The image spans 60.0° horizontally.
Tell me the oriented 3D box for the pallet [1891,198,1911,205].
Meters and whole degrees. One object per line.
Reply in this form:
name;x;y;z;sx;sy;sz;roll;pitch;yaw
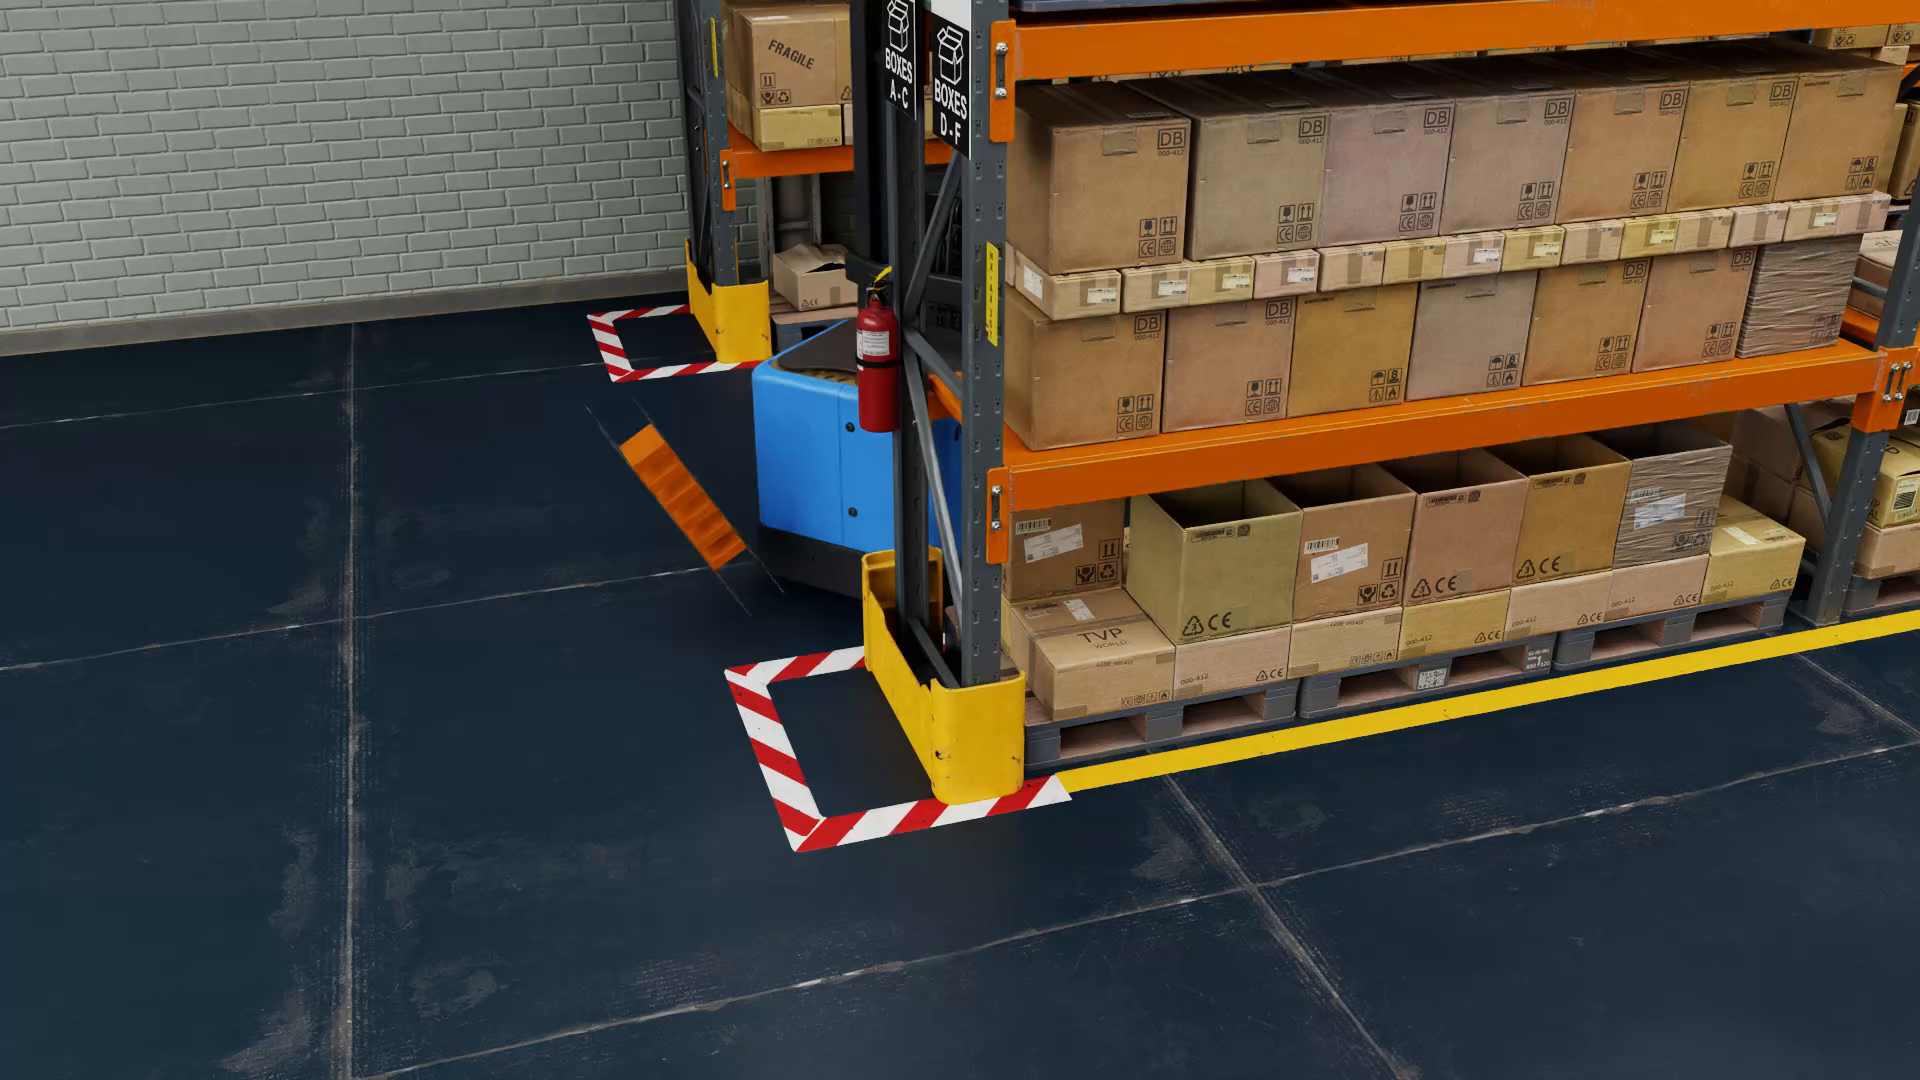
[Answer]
pallet;7.938;-2.804;13.660;1.213;0.211;1.003;-8;28;-16

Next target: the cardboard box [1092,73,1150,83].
cardboard box;0.895;-3.205;10.635;0.500;0.500;0.500;-9;28;-18

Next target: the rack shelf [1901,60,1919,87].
rack shelf;7.909;-3.763;13.265;4.000;0.370;1.077;-8;28;-16

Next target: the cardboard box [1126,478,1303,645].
cardboard box;0.992;0.044;6.565;0.500;0.500;0.500;-8;28;-16

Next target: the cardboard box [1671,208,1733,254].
cardboard box;2.816;-1.265;6.584;0.250;0.149;0.380;-8;28;-16

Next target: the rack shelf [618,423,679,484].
rack shelf;-1.336;-0.377;7.118;0.180;0.103;0.258;-37;34;-5

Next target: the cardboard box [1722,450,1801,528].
cardboard box;4.046;-0.301;8.103;0.500;0.250;0.500;-9;28;-17

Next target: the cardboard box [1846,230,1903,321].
cardboard box;4.196;-1.184;7.430;0.500;0.250;0.500;-7;27;-13

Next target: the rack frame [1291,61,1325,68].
rack frame;2.204;-3.259;11.441;0.127;3.000;1.000;-8;28;-16

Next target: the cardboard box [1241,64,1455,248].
cardboard box;1.414;-1.451;6.227;0.500;0.500;0.700;-8;28;-16

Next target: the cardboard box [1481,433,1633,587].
cardboard box;2.415;-0.167;6.989;0.500;0.500;0.500;-8;28;-16

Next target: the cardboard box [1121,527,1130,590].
cardboard box;0.828;0.157;7.181;0.500;0.250;0.500;-8;28;-16

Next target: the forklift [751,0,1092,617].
forklift;0.219;-1.584;8.144;1.130;2.935;3.031;14;30;26

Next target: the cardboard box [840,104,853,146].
cardboard box;-0.548;-2.660;10.382;0.500;0.250;0.500;-9;28;-18

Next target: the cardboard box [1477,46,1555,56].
cardboard box;3.848;-3.734;11.791;0.500;0.500;0.700;-5;27;-9

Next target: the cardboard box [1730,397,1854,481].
cardboard box;4.038;-0.550;7.973;0.500;0.311;0.500;-8;28;-16

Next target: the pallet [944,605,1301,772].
pallet;0.652;0.512;6.982;1.213;0.211;1.003;-8;28;-16

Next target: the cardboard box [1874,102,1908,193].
cardboard box;6.747;-3.081;13.028;0.750;0.750;0.750;-9;28;-17

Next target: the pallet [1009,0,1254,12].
pallet;0.619;-2.005;5.641;1.213;0.211;1.003;-8;28;-16

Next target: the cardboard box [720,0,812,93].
cardboard box;-1.217;-3.141;10.506;0.500;0.500;0.500;-9;28;-17

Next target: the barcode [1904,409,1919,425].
barcode;4.113;-0.532;7.184;0.075;0.075;0.001;-8;28;-16

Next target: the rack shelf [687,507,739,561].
rack shelf;-1.115;-0.047;7.388;0.180;0.103;0.258;-37;34;-5

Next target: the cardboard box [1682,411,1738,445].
cardboard box;3.204;-0.526;7.713;0.500;0.500;0.500;-8;28;-16

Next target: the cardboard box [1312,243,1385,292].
cardboard box;1.359;-1.055;6.161;0.250;0.149;0.380;-9;28;-18

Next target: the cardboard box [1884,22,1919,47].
cardboard box;7.049;-4.024;12.512;0.500;0.500;0.500;-7;27;-14

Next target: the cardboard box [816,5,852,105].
cardboard box;-0.579;-2.988;10.199;0.500;0.500;0.500;-8;28;-16

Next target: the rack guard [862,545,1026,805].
rack guard;-0.085;0.509;6.663;0.348;0.500;1.175;-8;28;-16

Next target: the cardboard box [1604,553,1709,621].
cardboard box;2.890;0.099;7.296;0.500;0.250;0.500;-8;28;-16

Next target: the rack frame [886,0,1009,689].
rack frame;-0.062;-0.614;6.114;0.127;3.000;1.000;-8;28;-16

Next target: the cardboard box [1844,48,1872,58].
cardboard box;6.634;-3.685;12.559;0.250;0.149;0.380;-8;27;-15

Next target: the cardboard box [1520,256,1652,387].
cardboard box;2.344;-1.003;6.785;0.500;0.500;0.700;-8;27;-15

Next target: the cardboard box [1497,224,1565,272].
cardboard box;2.090;-1.160;6.372;0.250;0.149;0.380;-7;27;-14

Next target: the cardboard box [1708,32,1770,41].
cardboard box;5.564;-3.983;12.292;0.500;0.500;0.700;-12;29;-22

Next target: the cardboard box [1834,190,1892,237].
cardboard box;3.549;-1.372;6.799;0.250;0.149;0.380;-8;28;-16

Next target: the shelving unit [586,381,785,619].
shelving unit;-1.191;-0.160;7.295;0.189;1.200;0.258;-37;34;-5

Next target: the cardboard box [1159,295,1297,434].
cardboard box;0.884;-0.792;6.360;0.500;0.500;0.700;-8;27;-15

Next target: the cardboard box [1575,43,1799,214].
cardboard box;2.842;-1.657;6.643;0.500;0.500;0.700;-8;28;-16

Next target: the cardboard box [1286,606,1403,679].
cardboard box;1.467;0.310;6.871;0.500;0.250;0.500;-8;28;-16

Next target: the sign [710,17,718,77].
sign;-1.431;-2.867;9.677;0.005;0.325;0.100;-8;28;-16

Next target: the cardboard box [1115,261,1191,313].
cardboard box;0.628;-0.950;5.948;0.250;0.149;0.380;-9;28;-17
